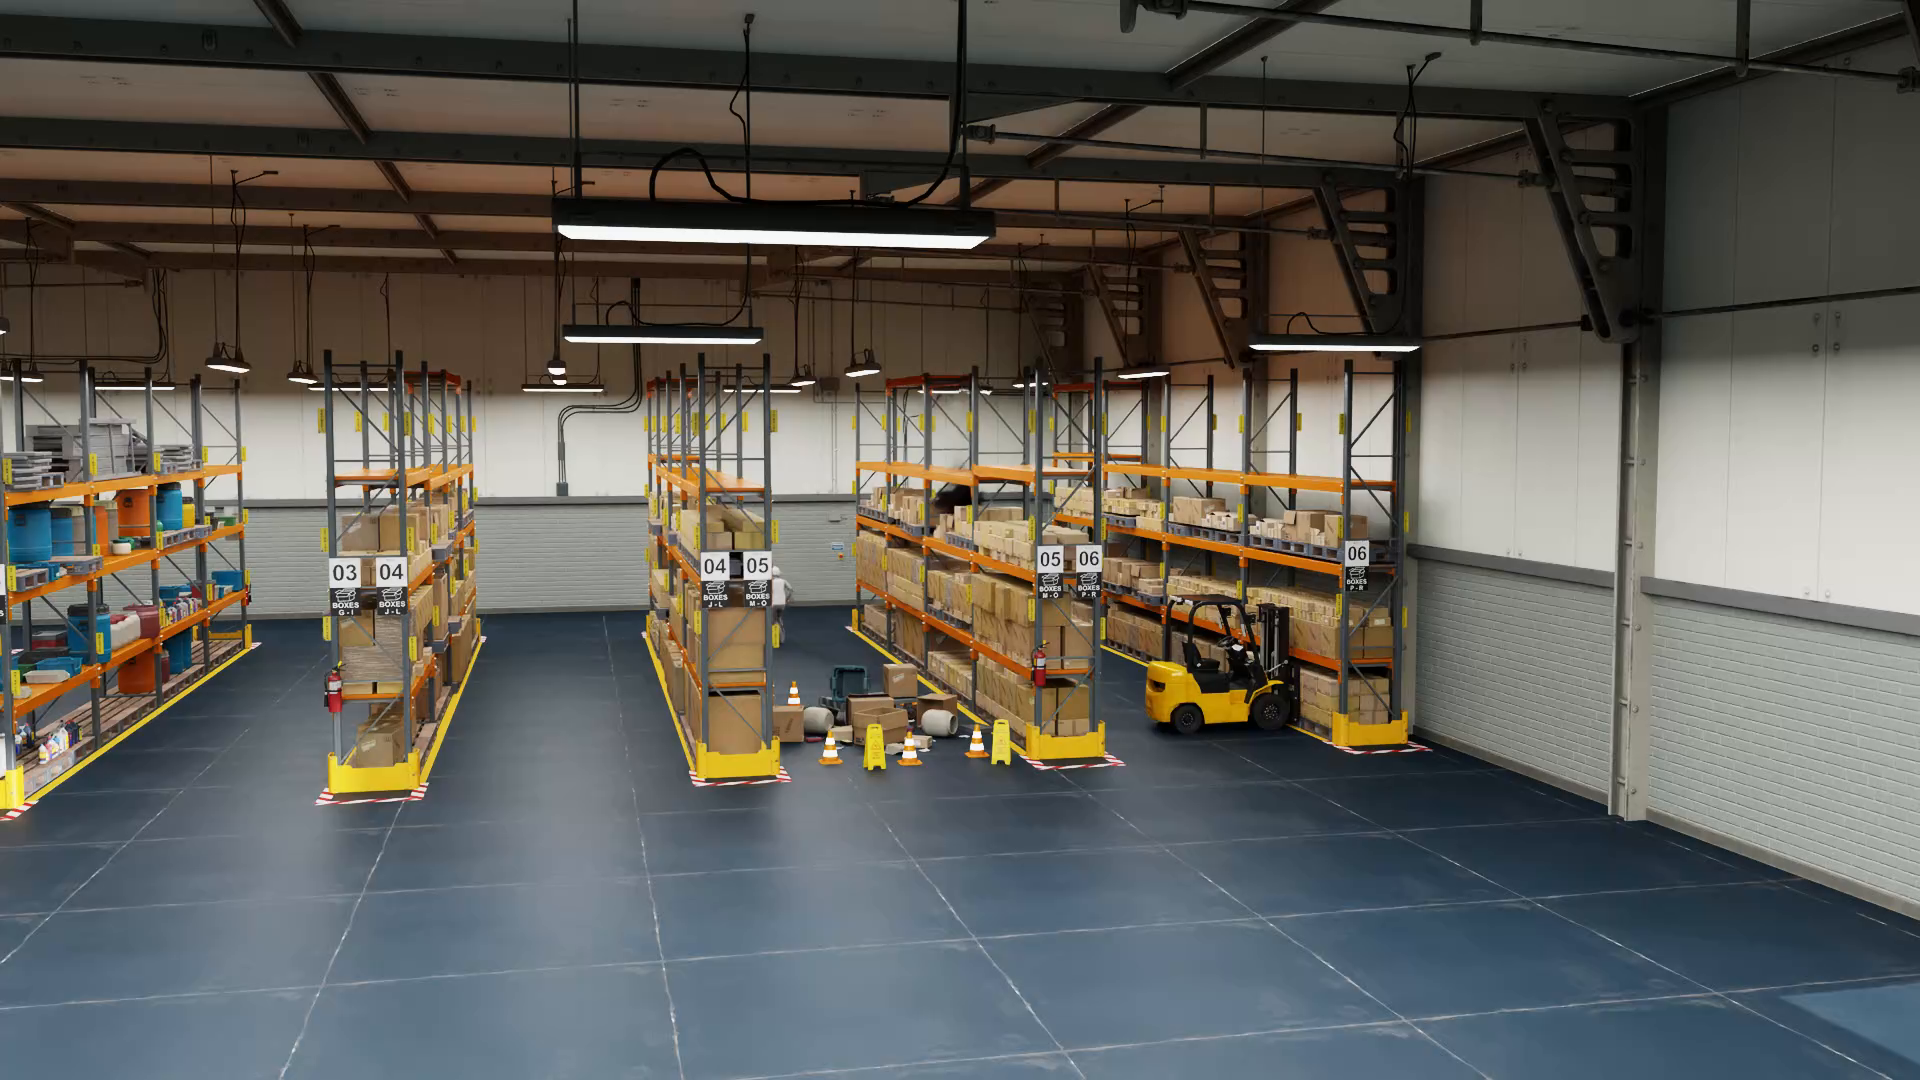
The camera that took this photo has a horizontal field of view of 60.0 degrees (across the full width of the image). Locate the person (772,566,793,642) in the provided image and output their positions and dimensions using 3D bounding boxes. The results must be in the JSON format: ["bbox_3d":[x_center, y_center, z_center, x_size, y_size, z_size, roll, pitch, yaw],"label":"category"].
[{"bbox_3d":[-4.211,1.468,38.120,0.653,1.730,0.693,-2,5,-29],"label":"person"}]

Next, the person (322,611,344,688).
[{"bbox_3d":[-11.877,1.925,31.961,0.712,1.745,0.870,-1,4,-13],"label":"person"}]
